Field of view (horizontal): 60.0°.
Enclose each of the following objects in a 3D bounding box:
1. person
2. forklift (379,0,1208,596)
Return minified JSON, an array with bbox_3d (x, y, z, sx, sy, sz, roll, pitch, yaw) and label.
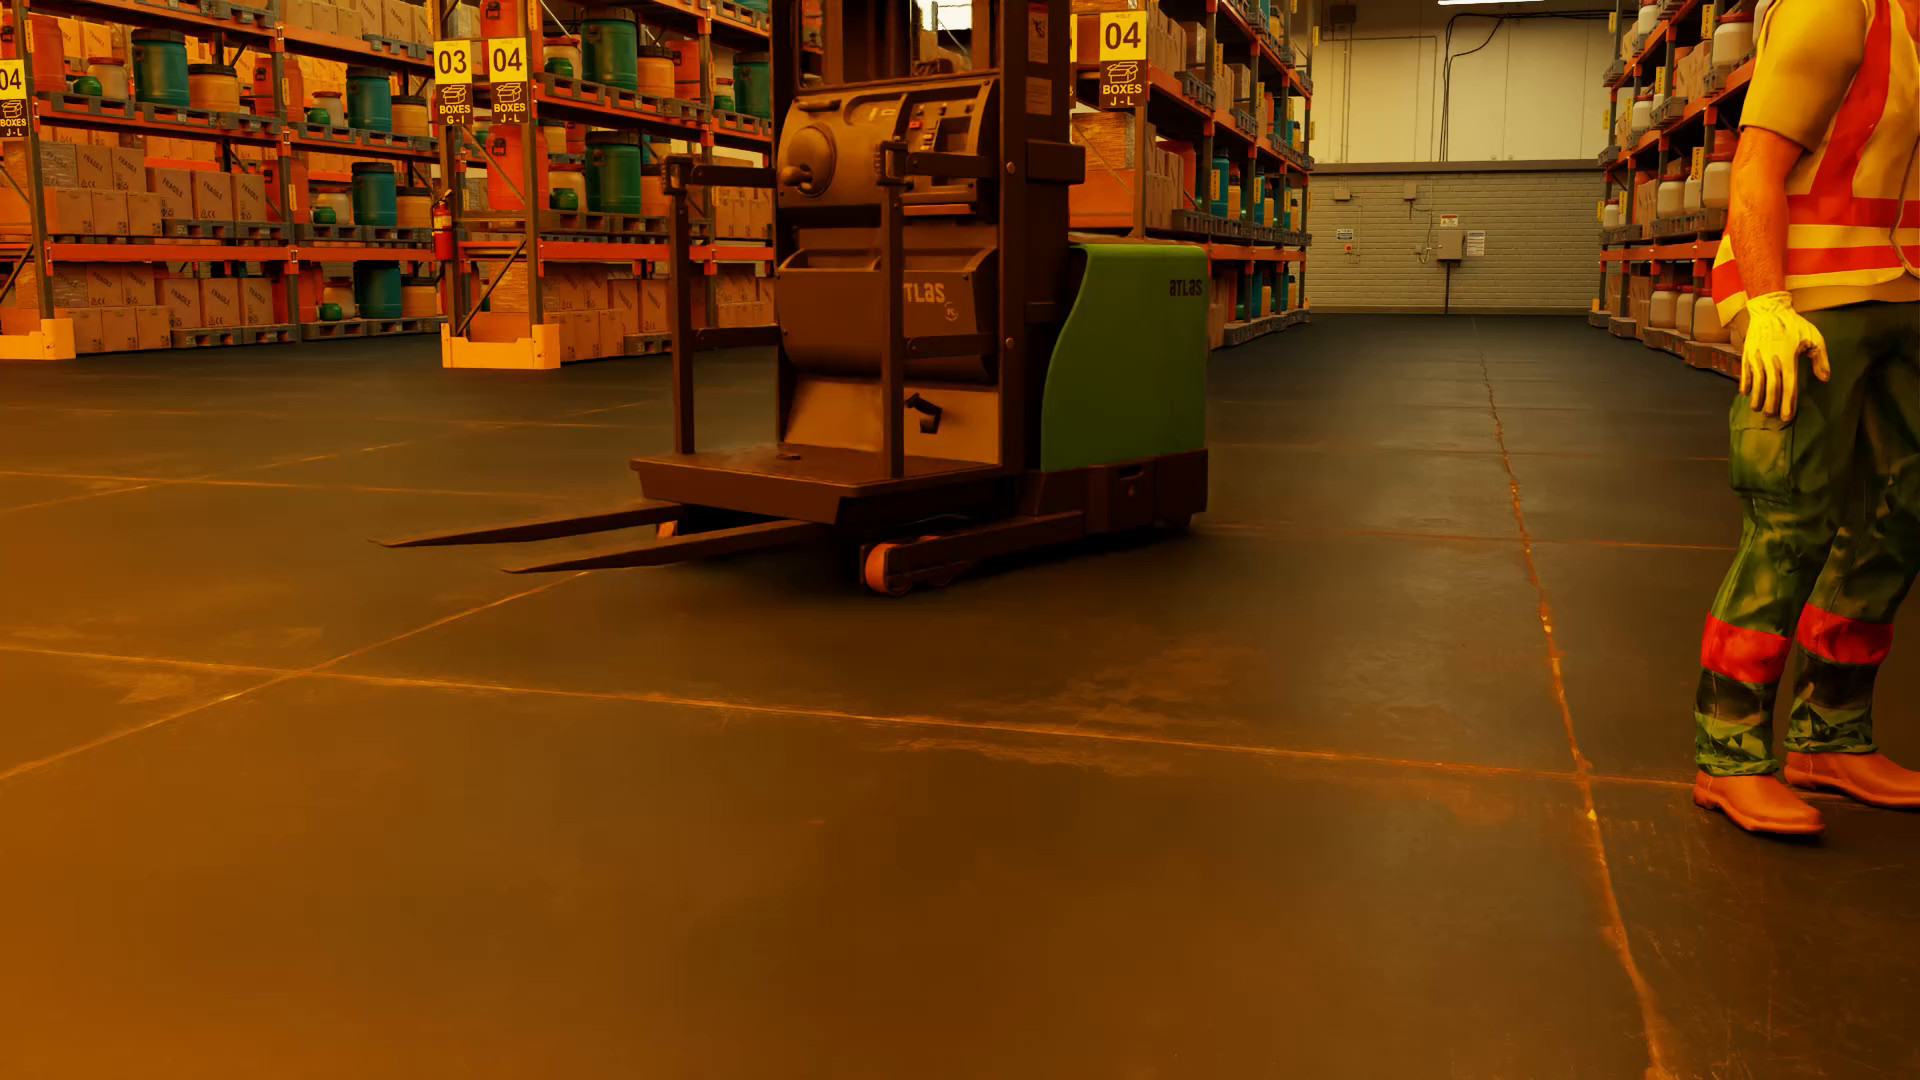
[{"bbox_3d":[1.620,-0.383,3.007,0.615,1.778,0.453,-5,11,-29],"label":"person"},{"bbox_3d":[-0.400,-1.367,5.415,1.130,2.935,3.031,8,12,41],"label":"forklift"}]
